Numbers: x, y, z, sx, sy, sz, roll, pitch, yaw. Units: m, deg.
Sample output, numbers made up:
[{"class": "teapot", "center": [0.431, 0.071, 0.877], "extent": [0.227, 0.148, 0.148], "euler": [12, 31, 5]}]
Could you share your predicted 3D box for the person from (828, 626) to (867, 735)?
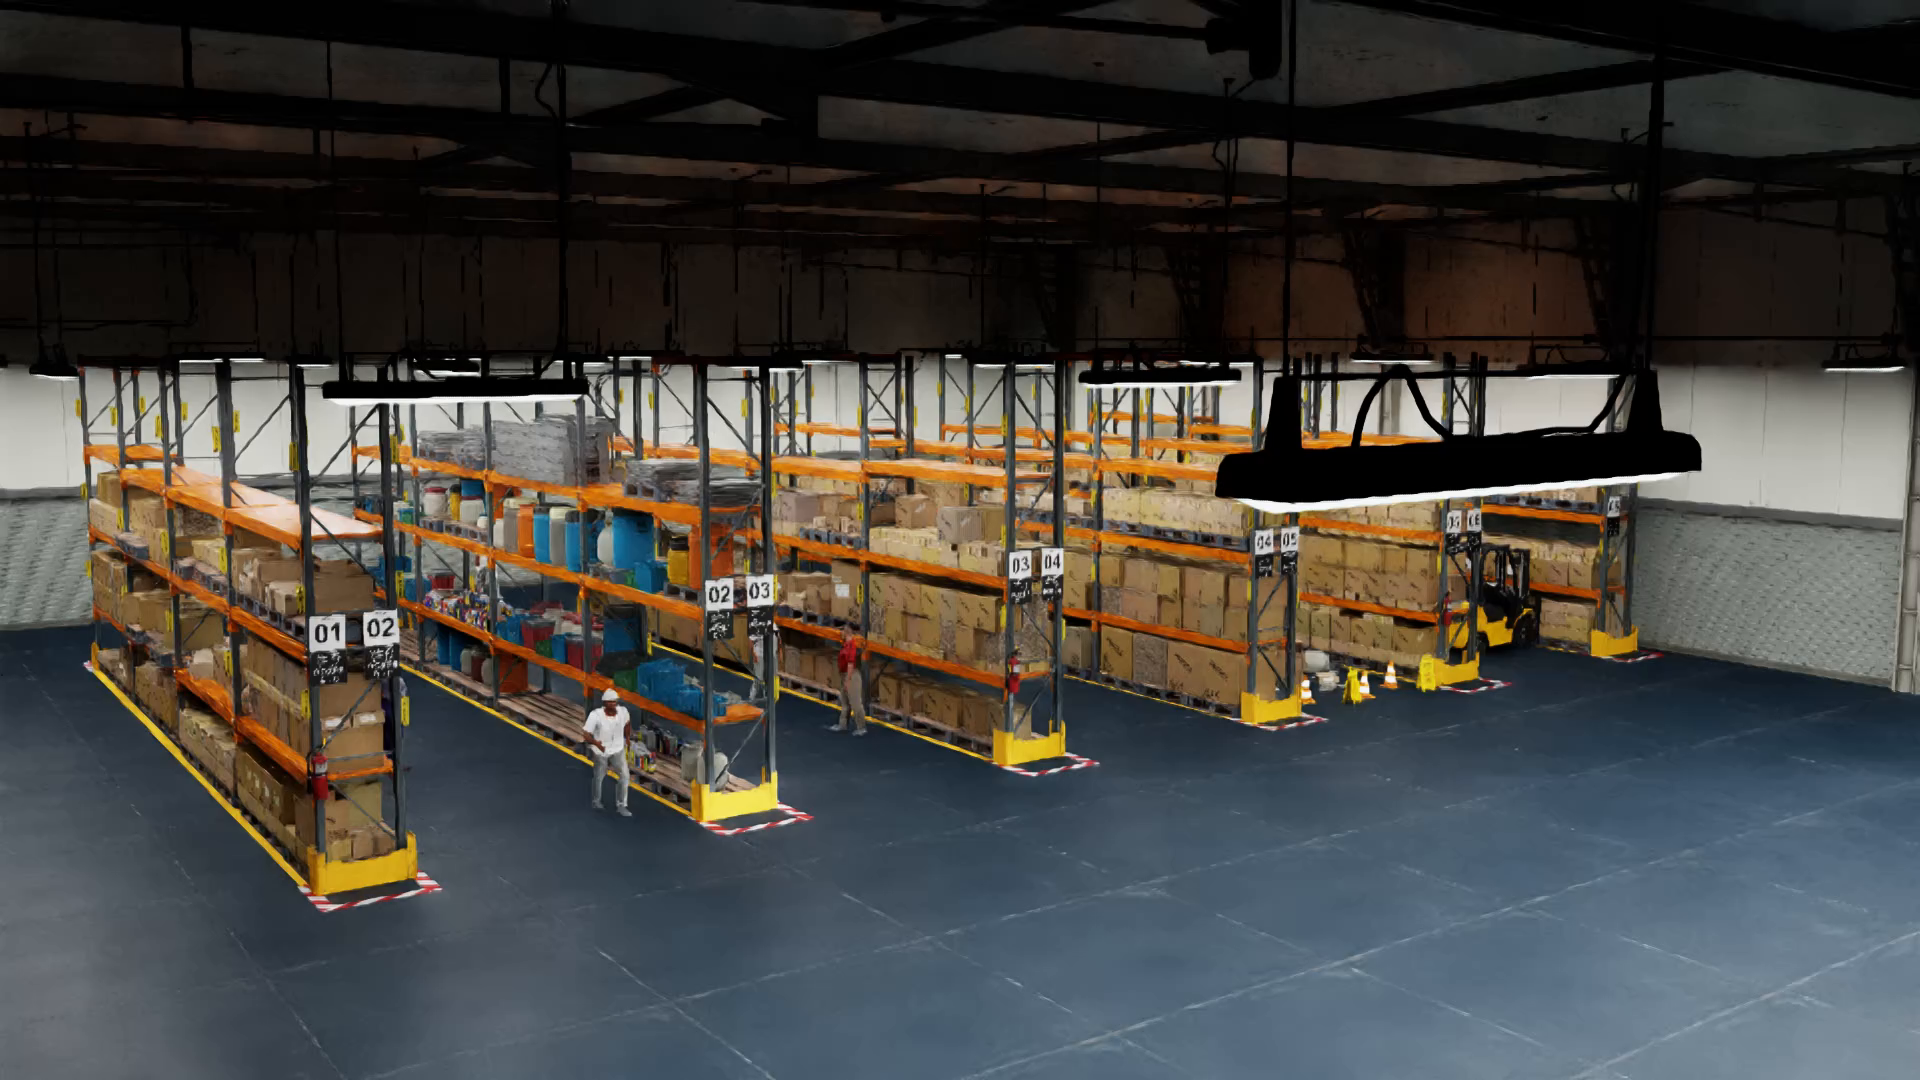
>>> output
[{"class": "person", "center": [-1.815, 2.232, 26.686], "extent": [0.589, 1.719, 0.669], "euler": [-1, 7, -11]}]

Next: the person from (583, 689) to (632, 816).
[{"class": "person", "center": [-4.677, 2.802, 22.188], "extent": [0.734, 1.697, 0.856], "euler": [-4, 8, -30]}]

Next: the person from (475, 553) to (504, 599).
[{"class": "person", "center": [-11.439, 0.595, 40.240], "extent": [0.566, 1.706, 1.122], "euler": [-4, 8, -33]}]

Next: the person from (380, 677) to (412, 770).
[{"class": "person", "center": [-8.328, 2.537, 24.506], "extent": [0.578, 1.657, 0.445], "euler": [4, 8, 28]}]

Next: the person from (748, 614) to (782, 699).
[{"class": "person", "center": [-3.388, 2.027, 29.031], "extent": [0.599, 1.611, 0.568], "euler": [-5, 9, -37]}]
